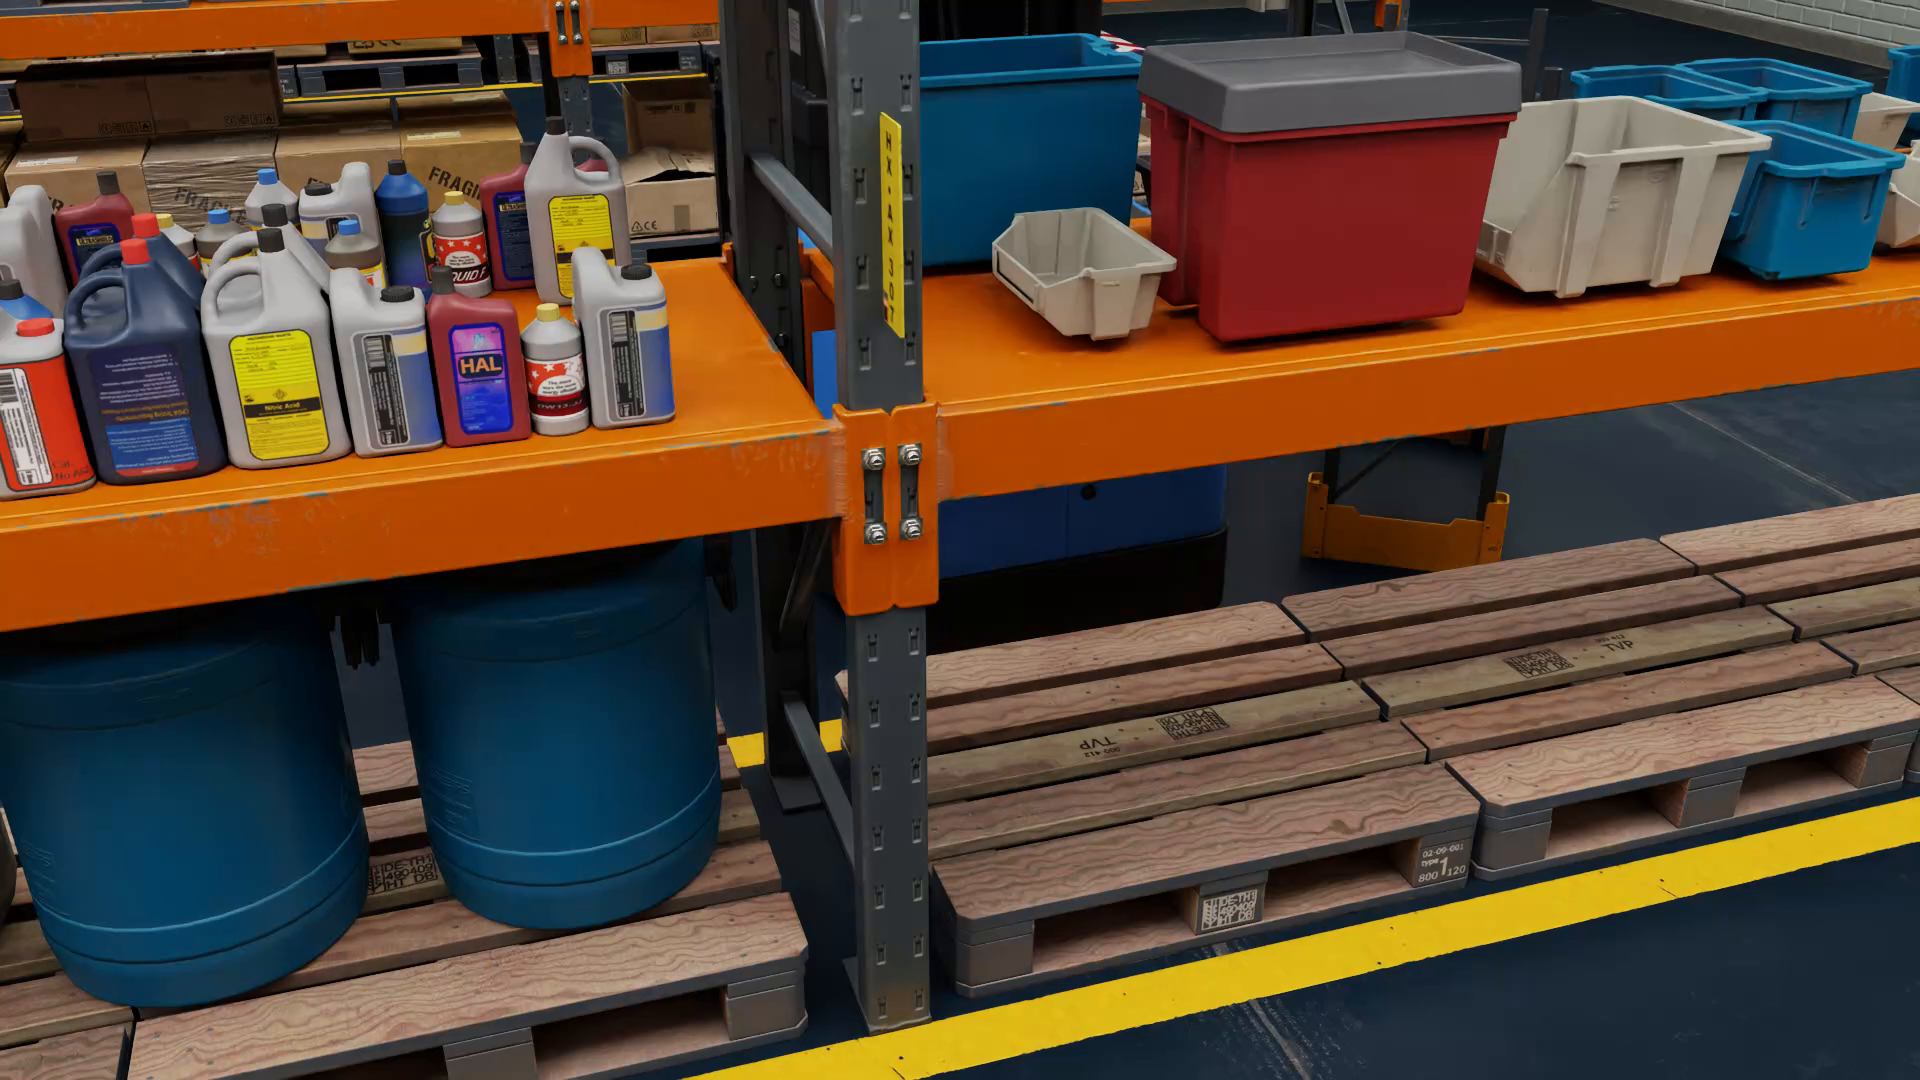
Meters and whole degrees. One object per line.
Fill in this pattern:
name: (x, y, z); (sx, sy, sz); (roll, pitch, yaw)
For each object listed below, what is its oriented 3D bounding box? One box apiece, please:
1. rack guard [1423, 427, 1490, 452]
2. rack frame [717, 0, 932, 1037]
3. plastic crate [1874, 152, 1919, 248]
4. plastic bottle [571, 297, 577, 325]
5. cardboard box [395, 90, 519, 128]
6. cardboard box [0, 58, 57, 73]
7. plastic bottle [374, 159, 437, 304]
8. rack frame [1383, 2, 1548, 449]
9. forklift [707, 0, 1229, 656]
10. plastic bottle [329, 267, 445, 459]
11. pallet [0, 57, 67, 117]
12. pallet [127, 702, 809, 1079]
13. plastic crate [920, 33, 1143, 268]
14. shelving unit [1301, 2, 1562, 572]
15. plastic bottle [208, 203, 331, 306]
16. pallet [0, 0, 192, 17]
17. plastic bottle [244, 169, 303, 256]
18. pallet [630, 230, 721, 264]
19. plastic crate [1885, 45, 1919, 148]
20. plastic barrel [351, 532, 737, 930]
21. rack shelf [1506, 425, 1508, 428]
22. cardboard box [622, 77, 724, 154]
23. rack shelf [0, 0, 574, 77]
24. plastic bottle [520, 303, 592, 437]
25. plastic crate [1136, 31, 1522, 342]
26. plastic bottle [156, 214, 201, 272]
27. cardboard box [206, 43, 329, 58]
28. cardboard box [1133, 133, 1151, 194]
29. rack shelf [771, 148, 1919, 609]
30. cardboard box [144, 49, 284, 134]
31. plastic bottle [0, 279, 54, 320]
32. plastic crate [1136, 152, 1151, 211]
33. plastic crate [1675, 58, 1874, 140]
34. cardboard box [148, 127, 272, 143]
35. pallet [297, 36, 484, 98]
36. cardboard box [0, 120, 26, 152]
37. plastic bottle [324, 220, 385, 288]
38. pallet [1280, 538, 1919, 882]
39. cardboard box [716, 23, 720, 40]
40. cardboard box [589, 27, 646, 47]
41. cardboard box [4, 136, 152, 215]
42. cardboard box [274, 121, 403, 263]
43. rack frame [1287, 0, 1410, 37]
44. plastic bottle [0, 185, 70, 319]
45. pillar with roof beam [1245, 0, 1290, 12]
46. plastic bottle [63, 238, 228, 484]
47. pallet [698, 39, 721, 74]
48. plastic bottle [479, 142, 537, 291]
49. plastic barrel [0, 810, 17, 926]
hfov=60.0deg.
rack guard: (1.615, -0.472, 5.919); (0.587, 0.250, 0.087); (7, 27, 14)
rack frame: (-0.271, -0.584, 3.053); (0.127, 3.000, 1.000); (-8, 28, -16)
plastic crate: (2.000, -0.724, 3.563); (0.250, 0.136, 0.298); (-8, 28, -16)
plastic bottle: (-0.602, -0.354, 2.814); (0.097, 0.201, 0.097); (0, 26, 0)
cardboard box: (-2.337, -1.793, 7.804); (0.500, 0.500, 0.500); (-10, 28, -18)
cardboard box: (-6.403, -3.493, 10.858); (0.750, 0.750, 0.750); (-9, 28, -17)
plastic bottle: (-1.076, -0.601, 3.232); (0.097, 0.271, 0.097); (0, 26, 0)
rack frame: (1.616, -1.032, 5.643); (0.500, 1.500, 0.032); (7, 27, 14)
forklift: (-0.229, -1.612, 5.200); (1.130, 2.935, 3.031); (-9, 28, -18)
plastic bottle: (-0.893, -0.287, 2.595); (0.135, 0.276, 0.152); (-8, 28, -16)
pallet: (-6.370, -3.050, 11.155); (1.213, 0.211, 1.003); (-8, 28, -16)
pallet: (-1.018, 0.754, 3.494); (1.213, 0.211, 1.003); (-8, 28, -16)
plastic crate: (0.067, -0.812, 3.463); (0.575, 0.384, 0.392); (-8, 28, -16)
shelving unit: (1.481, -0.818, 5.212); (0.587, 1.500, 1.083); (7, 27, 14)
plastic bottle: (-1.089, -0.358, 2.653); (0.185, 0.351, 0.144); (-8, 28, -16)
pallet: (-3.757, -2.312, 6.749); (1.213, 0.211, 1.003); (-8, 28, -16)
plastic bottle: (-1.296, -0.569, 3.167); (0.097, 0.271, 0.097); (0, 26, 0)
pallet: (-1.148, -1.524, 8.082); (1.213, 0.211, 1.003); (-8, 28, -16)
plastic crate: (2.569, -1.101, 4.216); (0.300, 0.233, 0.416); (-8, 28, -16)
plastic barrel: (-0.794, 0.236, 3.290); (0.708, 0.901, 0.600); (-8, 28, -16)
rack shelf: (1.479, -0.653, 5.284); (0.538, 0.185, 1.000); (7, 27, 14)
cardboard box: (-1.348, -1.955, 8.130); (0.500, 0.500, 0.500); (-8, 28, -16)
rack shelf: (-3.703, -2.081, 6.878); (4.000, 0.370, 1.077); (-8, 28, -16)
plastic bottle: (-0.648, -0.276, 2.657); (0.097, 0.201, 0.097); (0, 26, 0)
plastic crate: (0.655, -0.656, 3.059); (0.583, 0.464, 0.402); (-8, 28, -16)
plastic bottle: (-1.481, -0.511, 3.129); (0.097, 0.201, 0.097); (0, 26, 0)
cardboard box: (-4.761, -3.730, 11.335); (0.750, 0.750, 0.750); (-7, 27, -15)
cardboard box: (0.648, -1.898, 8.297); (0.500, 0.250, 0.500); (-8, 28, -16)
rack shelf: (1.630, -0.537, 3.768); (4.000, 0.370, 1.077); (-8, 28, -16)
cardboard box: (-3.288, -1.991, 7.360); (0.500, 0.250, 0.500); (-8, 28, -16)
plastic bottle: (-1.429, -0.266, 2.557); (0.097, 0.271, 0.097); (0, 26, 0)
plastic crate: (0.710, -0.755, 3.640); (0.590, 0.125, 0.437); (-8, 28, -16)
plastic crate: (1.943, -1.011, 4.033); (0.300, 0.233, 0.416); (-8, 28, -16)
cardboard box: (-3.318, -1.649, 7.514); (0.500, 0.500, 0.500); (-8, 27, -15)
pallet: (-4.050, -3.386, 11.832); (1.213, 0.211, 1.003); (-8, 28, -16)
cardboard box: (-4.296, -1.505, 7.224); (0.500, 0.500, 0.500); (-9, 28, -18)
plastic bottle: (-1.121, -0.492, 3.091); (0.097, 0.201, 0.097); (0, 26, 0)
pallet: (1.578, 0.378, 4.252); (1.213, 0.211, 1.003); (-8, 28, -16)
cardboard box: (-1.629, -4.038, 12.350); (0.500, 0.500, 0.700); (-8, 27, -15)
cardboard box: (-2.597, -3.901, 12.073); (0.500, 0.500, 0.700); (-8, 27, -15)
cardboard box: (-3.615, -1.363, 6.938); (0.500, 0.500, 0.500); (-9, 28, -18)
cardboard box: (-2.655, -1.503, 7.220); (0.500, 0.500, 0.500); (-8, 28, -16)
rack frame: (2.002, -3.230, 8.382); (0.127, 3.000, 1.000); (-8, 28, -16)
plastic bottle: (-1.710, -0.498, 3.020); (0.135, 0.276, 0.152); (-8, 28, -16)
pillar with roof beam: (4.097, -6.928, 9.085); (0.400, 9.000, 9.100); (-8, 28, -16)
plastic bottle: (-1.220, -0.271, 2.479); (0.185, 0.351, 0.144); (-8, 28, -16)
pallet: (-1.430, -3.765, 12.596); (1.213, 0.211, 1.003); (-8, 28, -16)
plastic bottle: (-0.879, -0.643, 3.303); (0.133, 0.283, 0.061); (-8, 28, -16)
plastic barrel: (-2.032, 0.547, 3.099); (0.421, 0.512, 0.421); (0, 26, 0)
